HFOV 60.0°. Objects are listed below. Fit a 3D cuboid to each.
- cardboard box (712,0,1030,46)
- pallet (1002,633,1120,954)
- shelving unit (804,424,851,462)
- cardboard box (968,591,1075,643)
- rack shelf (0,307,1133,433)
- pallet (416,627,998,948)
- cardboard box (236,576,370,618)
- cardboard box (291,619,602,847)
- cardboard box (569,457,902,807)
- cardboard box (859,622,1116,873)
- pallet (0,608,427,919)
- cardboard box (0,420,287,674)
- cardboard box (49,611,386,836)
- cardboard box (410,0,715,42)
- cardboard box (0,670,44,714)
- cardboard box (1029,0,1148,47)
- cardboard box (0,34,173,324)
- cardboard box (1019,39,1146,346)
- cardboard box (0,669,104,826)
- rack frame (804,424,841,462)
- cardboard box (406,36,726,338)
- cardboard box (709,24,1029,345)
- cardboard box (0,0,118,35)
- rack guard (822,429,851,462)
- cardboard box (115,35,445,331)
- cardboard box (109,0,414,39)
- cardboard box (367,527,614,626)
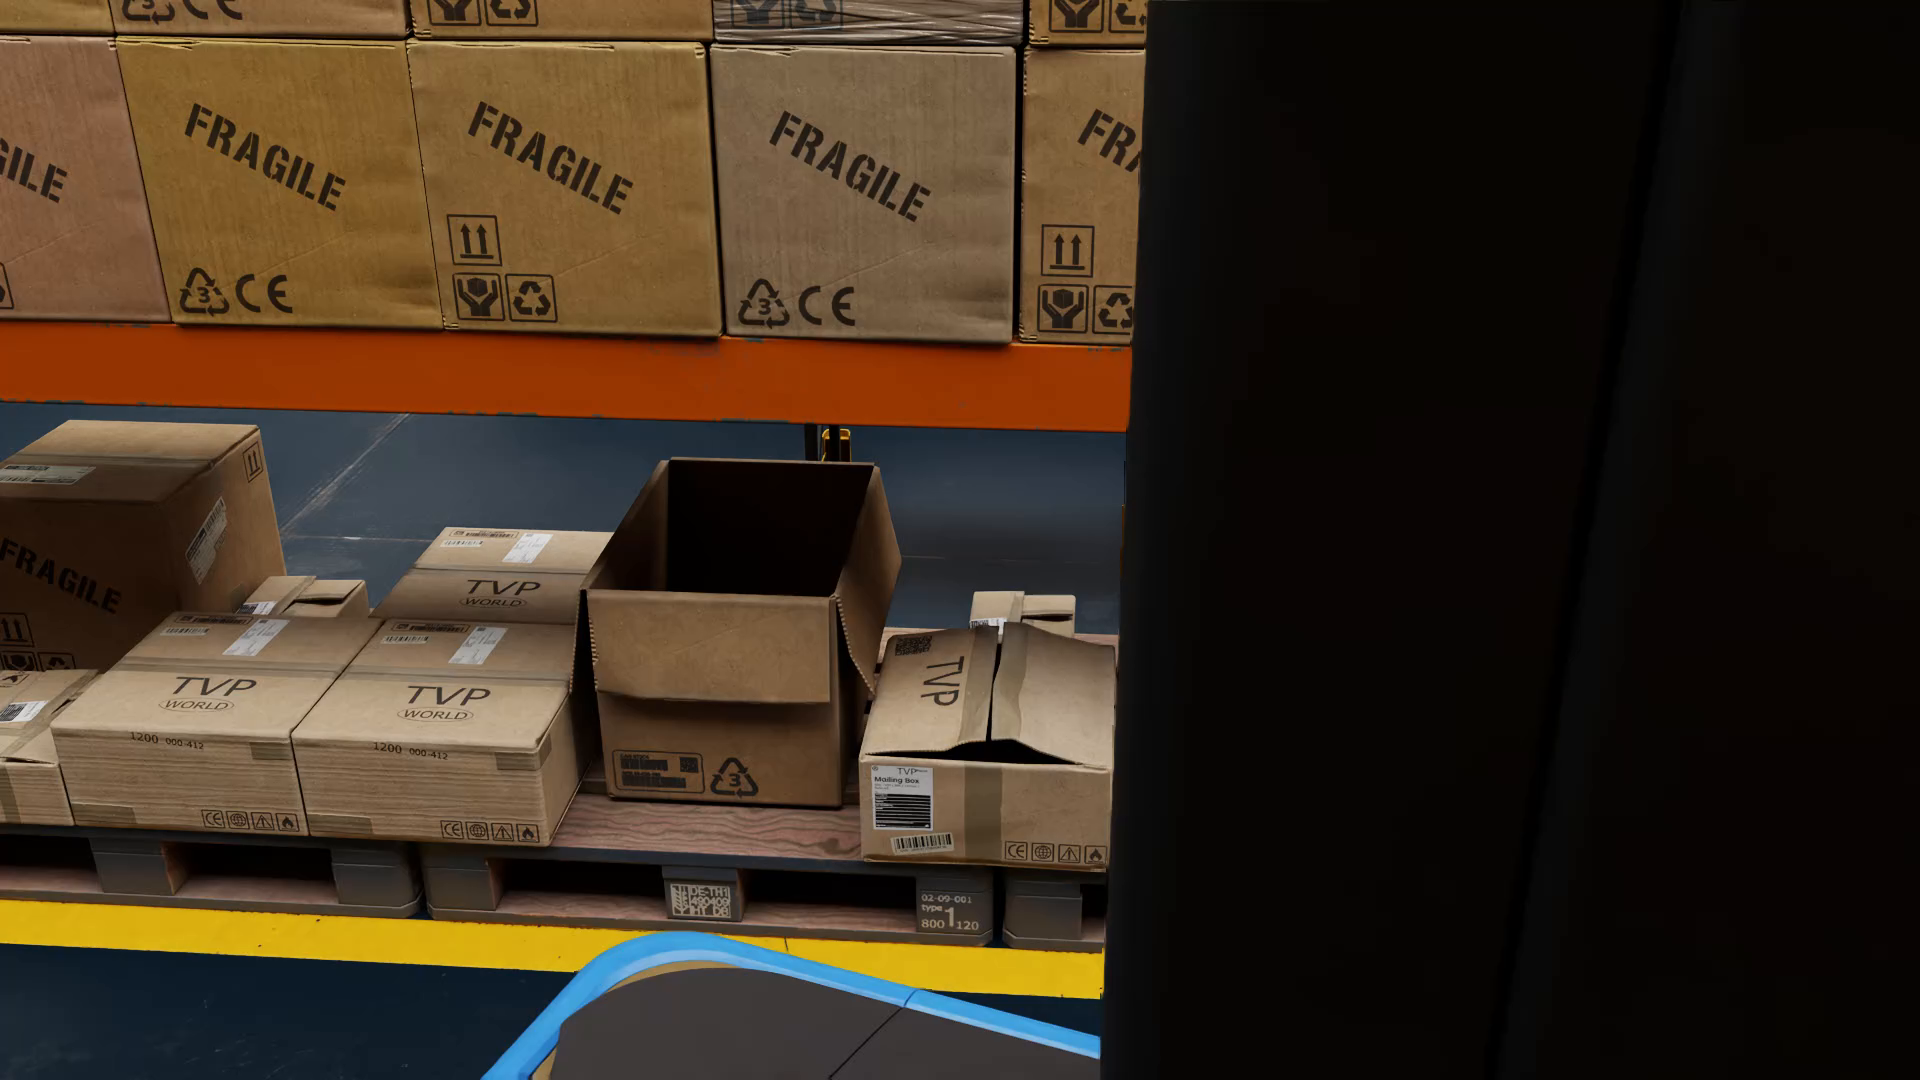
[{"bbox_3d":[-0.129,-1.128,2.798,0.500,0.500,0.500,2,25,4],"label":"cardboard box"},{"bbox_3d":[0.724,0.556,3.790,1.213,0.211,1.003,2,25,4],"label":"pallet"},{"bbox_3d":[0.076,-0.679,4.931,1.083,1.500,0.587,2,25,4],"label":"shelving unit"},{"bbox_3d":[0.144,0.271,3.935,0.250,0.166,0.380,2,25,4],"label":"cardboard box"},{"bbox_3d":[-0.585,-0.426,3.448,4.000,0.370,1.077,2,25,4],"label":"rack shelf"},{"bbox_3d":[-0.496,0.518,3.873,1.213,0.211,1.003,2,25,4],"label":"pallet"},{"bbox_3d":[-1.622,0.236,4.013,0.250,0.166,0.380,2,25,4],"label":"cardboard box"},{"bbox_3d":[-1.062,0.400,3.555,0.500,0.250,0.500,2,25,4],"label":"cardboard box"},{"bbox_3d":[-0.465,0.187,3.714,0.637,0.503,0.797,2,25,4],"label":"cardboard box"},{"bbox_3d":[0.071,0.409,3.463,0.500,0.311,0.500,2,25,4],"label":"cardboard box"},{"bbox_3d":[-1.709,0.478,3.960,1.213,0.211,1.003,2,25,4],"label":"pallet"},{"bbox_3d":[-2.018,0.034,4.053,0.500,0.500,0.500,2,25,4],"label":"cardboard box"},{"bbox_3d":[-1.561,0.384,3.590,0.500,0.250,0.500,2,25,4],"label":"cardboard box"},{"bbox_3d":[-0.630,-1.145,2.834,0.500,0.500,0.500,2,25,4],"label":"cardboard box"},{"bbox_3d":[-2.188,0.435,3.600,0.250,0.149,0.380,2,25,4],"label":"cardboard box"},{"bbox_3d":[0.374,-1.112,2.762,0.500,0.500,0.500,1,25,3],"label":"cardboard box"},{"bbox_3d":[-1.642,-0.724,3.115,0.500,0.500,0.500,2,25,3],"label":"cardboard box"},{"bbox_3d":[0.377,-0.659,2.975,0.500,0.500,0.500,3,25,5],"label":"cardboard box"},{"bbox_3d":[-1.939,0.435,3.579,0.250,0.166,0.380,2,25,4],"label":"cardboard box"},{"bbox_3d":[-0.422,-0.695,4.966,0.032,1.500,0.500,2,25,4],"label":"rack frame"},{"bbox_3d":[-0.644,-0.690,3.041,0.500,0.500,0.500,2,25,5],"label":"cardboard box"},{"bbox_3d":[-0.136,-0.675,3.008,0.500,0.500,0.500,2,25,5],"label":"cardboard box"},{"bbox_3d":[-1.635,-1.179,2.908,0.500,0.500,0.500,2,25,5],"label":"cardboard box"},{"bbox_3d":[-0.421,-0.127,5.227,0.087,0.250,0.587,2,25,4],"label":"rack guard"},{"bbox_3d":[-1.142,-0.707,3.077,0.500,0.500,0.500,2,25,4],"label":"cardboard box"},{"bbox_3d":[-1.137,-1.161,2.868,0.500,0.500,0.500,2,25,5],"label":"cardboard box"},{"bbox_3d":[-1.074,0.190,4.012,0.500,0.250,0.500,2,25,4],"label":"cardboard box"}]
